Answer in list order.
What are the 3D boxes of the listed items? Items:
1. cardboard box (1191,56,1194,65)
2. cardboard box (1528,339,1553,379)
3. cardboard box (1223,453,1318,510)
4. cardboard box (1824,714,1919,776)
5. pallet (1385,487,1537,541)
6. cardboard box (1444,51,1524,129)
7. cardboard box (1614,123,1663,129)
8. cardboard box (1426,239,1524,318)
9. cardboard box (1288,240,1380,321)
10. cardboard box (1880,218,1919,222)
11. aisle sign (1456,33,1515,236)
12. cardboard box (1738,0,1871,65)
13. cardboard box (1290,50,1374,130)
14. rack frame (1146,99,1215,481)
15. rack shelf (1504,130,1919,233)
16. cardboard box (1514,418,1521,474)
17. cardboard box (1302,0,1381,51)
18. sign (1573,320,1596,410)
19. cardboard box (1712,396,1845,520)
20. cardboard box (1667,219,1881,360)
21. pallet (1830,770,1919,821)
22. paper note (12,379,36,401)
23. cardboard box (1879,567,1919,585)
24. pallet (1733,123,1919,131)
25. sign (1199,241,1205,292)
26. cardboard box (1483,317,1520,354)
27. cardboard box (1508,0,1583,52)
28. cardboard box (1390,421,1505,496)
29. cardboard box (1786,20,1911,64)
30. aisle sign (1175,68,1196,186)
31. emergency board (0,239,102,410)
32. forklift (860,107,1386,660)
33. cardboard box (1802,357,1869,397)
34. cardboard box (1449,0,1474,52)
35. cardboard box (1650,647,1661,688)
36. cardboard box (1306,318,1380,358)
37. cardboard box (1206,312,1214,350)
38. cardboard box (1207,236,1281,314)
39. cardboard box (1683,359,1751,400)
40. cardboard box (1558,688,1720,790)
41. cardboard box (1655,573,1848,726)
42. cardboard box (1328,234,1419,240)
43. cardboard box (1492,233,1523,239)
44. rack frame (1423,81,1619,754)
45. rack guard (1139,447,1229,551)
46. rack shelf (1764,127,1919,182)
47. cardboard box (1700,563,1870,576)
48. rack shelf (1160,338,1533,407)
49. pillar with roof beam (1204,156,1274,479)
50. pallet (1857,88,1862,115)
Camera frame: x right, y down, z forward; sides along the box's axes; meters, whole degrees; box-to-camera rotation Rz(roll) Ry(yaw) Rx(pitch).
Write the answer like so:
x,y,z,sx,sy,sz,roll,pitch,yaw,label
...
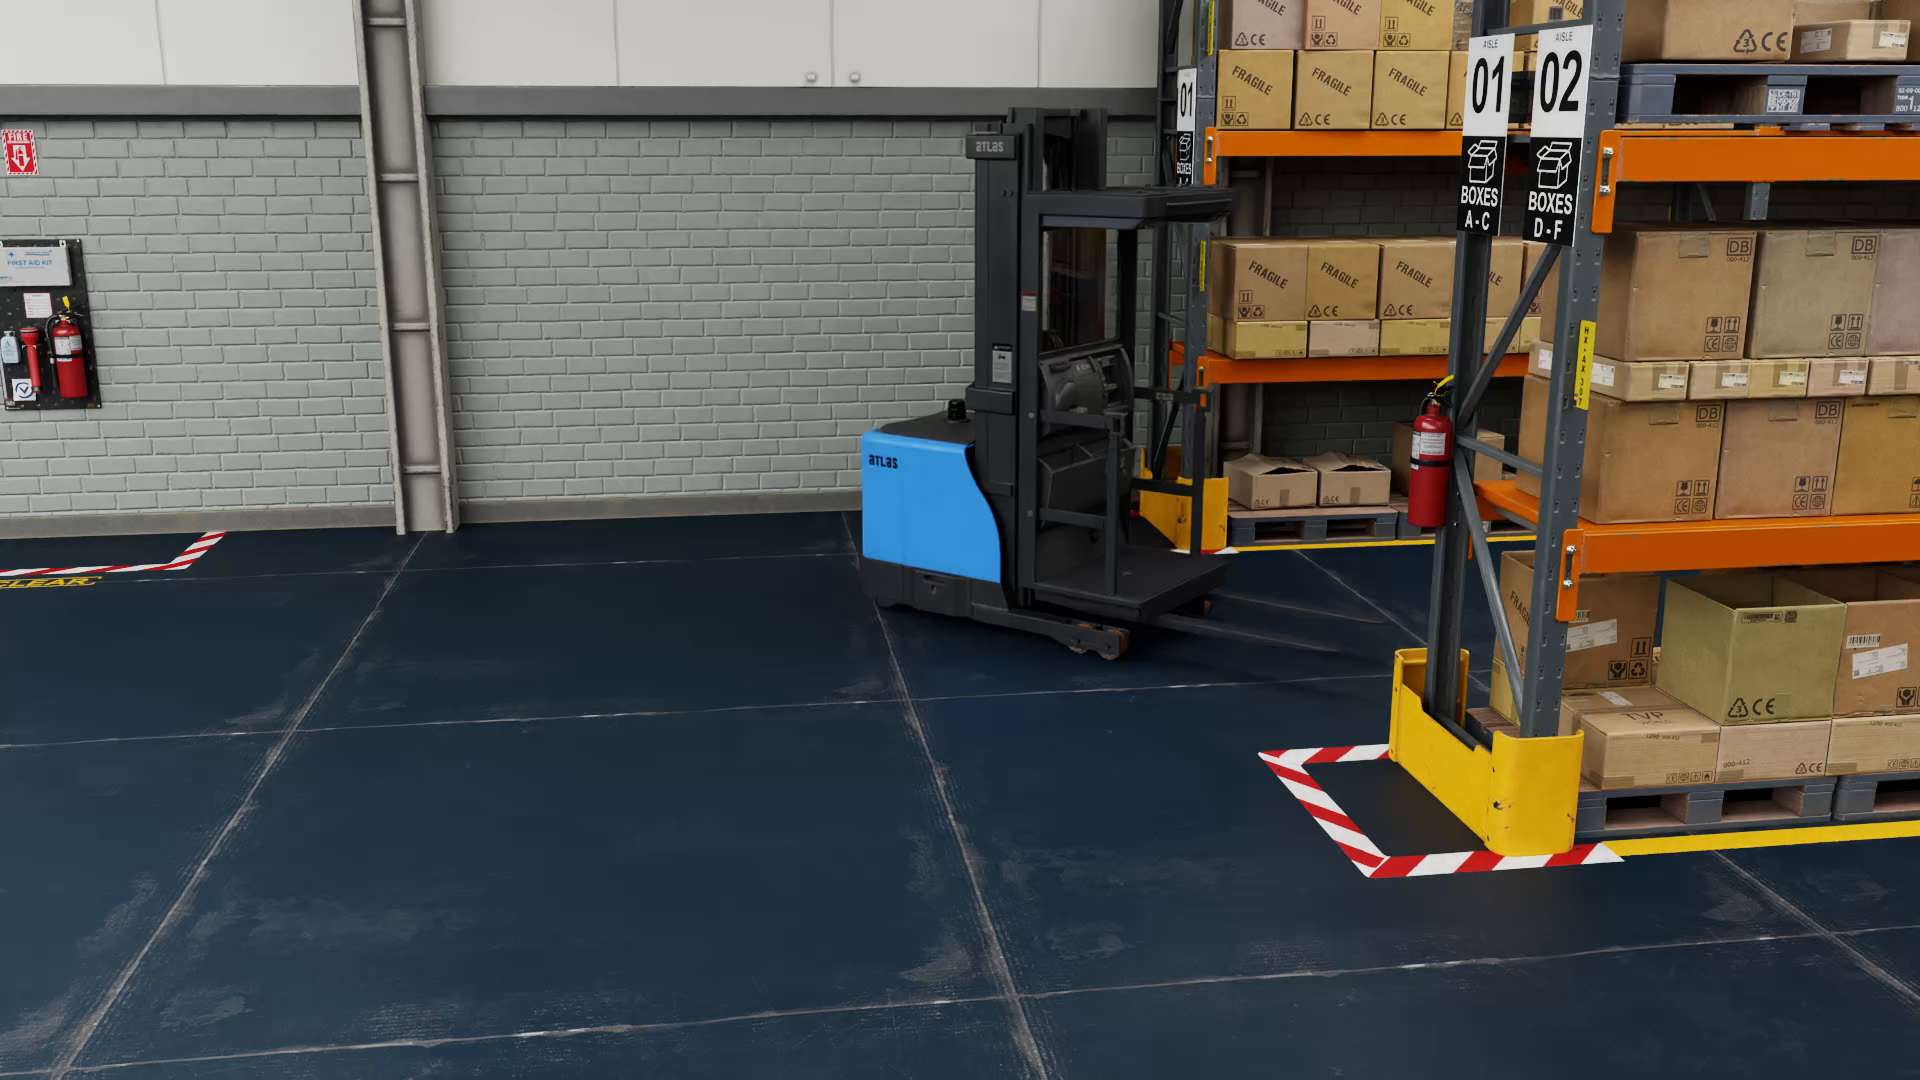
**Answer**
x,y,z,sx,sy,sz,roll,pitch,yaw,label
1.895,-3.112,11.550,0.500,0.500,0.500,-1,14,-4,cardboard box
2.611,-0.754,7.022,0.250,0.149,0.380,-2,14,-9,cardboard box
2.218,-0.435,11.913,0.500,0.311,0.500,-4,15,-15,cardboard box
3.814,0.796,7.170,0.500,0.250,0.500,-2,14,-8,cardboard box
3.608,-0.237,12.233,1.213,0.211,1.003,-2,14,-8,pallet
3.464,-3.043,11.275,0.500,0.500,0.500,-1,14,-5,cardboard box
4.511,-3.088,11.454,0.500,0.500,0.500,-3,14,-13,cardboard box
3.548,-1.822,11.548,0.500,0.500,0.500,-2,14,-7,cardboard box
2.527,-1.784,11.393,0.500,0.500,0.500,-2,14,-8,cardboard box
4.291,-1.082,6.996,0.500,0.500,0.700,-2,14,-8,cardboard box
2.153,-1.660,6.831,0.004,0.787,0.394,-2,14,-8,aisle sign
3.361,-2.090,6.880,0.500,0.250,0.500,-2,14,-8,cardboard box
2.424,-2.998,11.098,0.500,0.500,0.500,-1,14,-5,cardboard box
1.520,-1.522,11.626,0.127,3.000,1.000,-2,14,-8,rack frame
4.239,-1.509,6.887,4.000,0.370,1.077,-2,14,-8,rack shelf
4.455,-0.621,12.266,0.500,0.500,0.500,-3,14,-13,cardboard box
2.441,-3.482,10.972,0.500,0.500,0.500,-2,14,-9,cardboard box
2.339,-0.656,6.227,0.005,0.325,0.100,-2,14,-8,sign
3.244,-0.414,6.999,0.500,0.500,0.700,-2,14,-7,cardboard box
3.297,-1.045,6.849,0.500,0.500,0.700,-2,14,-10,cardboard box
4.216,0.940,7.538,1.213,0.211,1.003,-2,14,-8,pallet
-6.484,-1.041,11.517,0.142,0.148,0.016,-2,14,-8,paper note
4.309,0.416,7.146,0.500,0.500,0.500,-2,14,-8,cardboard box
6.102,-3.028,11.849,1.003,0.211,1.213,-2,14,-8,pallet
1.601,-1.812,11.000,0.005,0.325,0.100,-2,14,-8,sign
3.566,-1.458,11.635,0.500,0.250,0.500,-2,14,-8,cardboard box
3.965,-3.538,11.196,0.500,0.500,0.500,-3,14,-10,cardboard box
3.514,-0.562,12.031,0.500,0.500,0.700,-3,14,-12,cardboard box
3.451,-1.936,6.474,0.250,0.149,0.380,-2,14,-8,cardboard box
1.494,-2.709,11.012,0.004,0.787,0.394,-2,14,-8,aisle sign
-6.299,-1.458,11.369,0.643,1.169,0.194,-2,14,-8,emergency board
0.892,-0.913,9.338,3.031,2.935,1.130,10,17,34,forklift
3.439,-0.684,6.744,0.250,0.149,0.380,-2,14,-9,cardboard box
3.435,-3.650,11.643,0.500,0.500,0.500,-2,14,-8,cardboard box
3.241,0.687,7.603,0.500,0.250,0.500,-2,14,-8,cardboard box
2.561,-1.423,11.497,0.500,0.250,0.500,-3,14,-10,cardboard box
1.953,-1.523,11.895,0.500,0.250,0.500,-2,14,-7,cardboard box
1.955,-1.891,11.823,0.500,0.500,0.500,-2,14,-9,cardboard box
2.943,-0.667,6.675,0.250,0.149,0.380,-2,14,-10,cardboard box
2.825,0.833,7.023,0.500,0.250,0.500,-2,14,-8,cardboard box
3.319,0.451,7.006,0.500,0.500,0.500,-2,14,-8,cardboard box
2.964,-1.927,11.965,0.500,0.500,0.500,-2,14,-10,cardboard box
3.974,-1.967,12.123,0.500,0.500,0.500,-2,14,-7,cardboard box
2.262,-0.331,6.875,0.127,3.000,1.000,-2,14,-8,rack frame
1.595,-0.313,11.941,0.348,0.500,1.175,-2,14,-8,rack guard
7.453,-2.846,12.216,4.000,0.370,1.077,-2,14,-8,rack shelf
3.734,0.304,7.589,0.500,0.500,0.500,-2,14,-8,cardboard box
3.498,-1.246,12.003,4.000,0.370,1.077,-2,14,-8,rack shelf
2.725,-3.630,7.698,0.400,9.000,9.100,-2,14,-8,pillar with roof beam
4.174,-1.807,6.778,1.213,0.211,1.003,-2,14,-8,pallet
